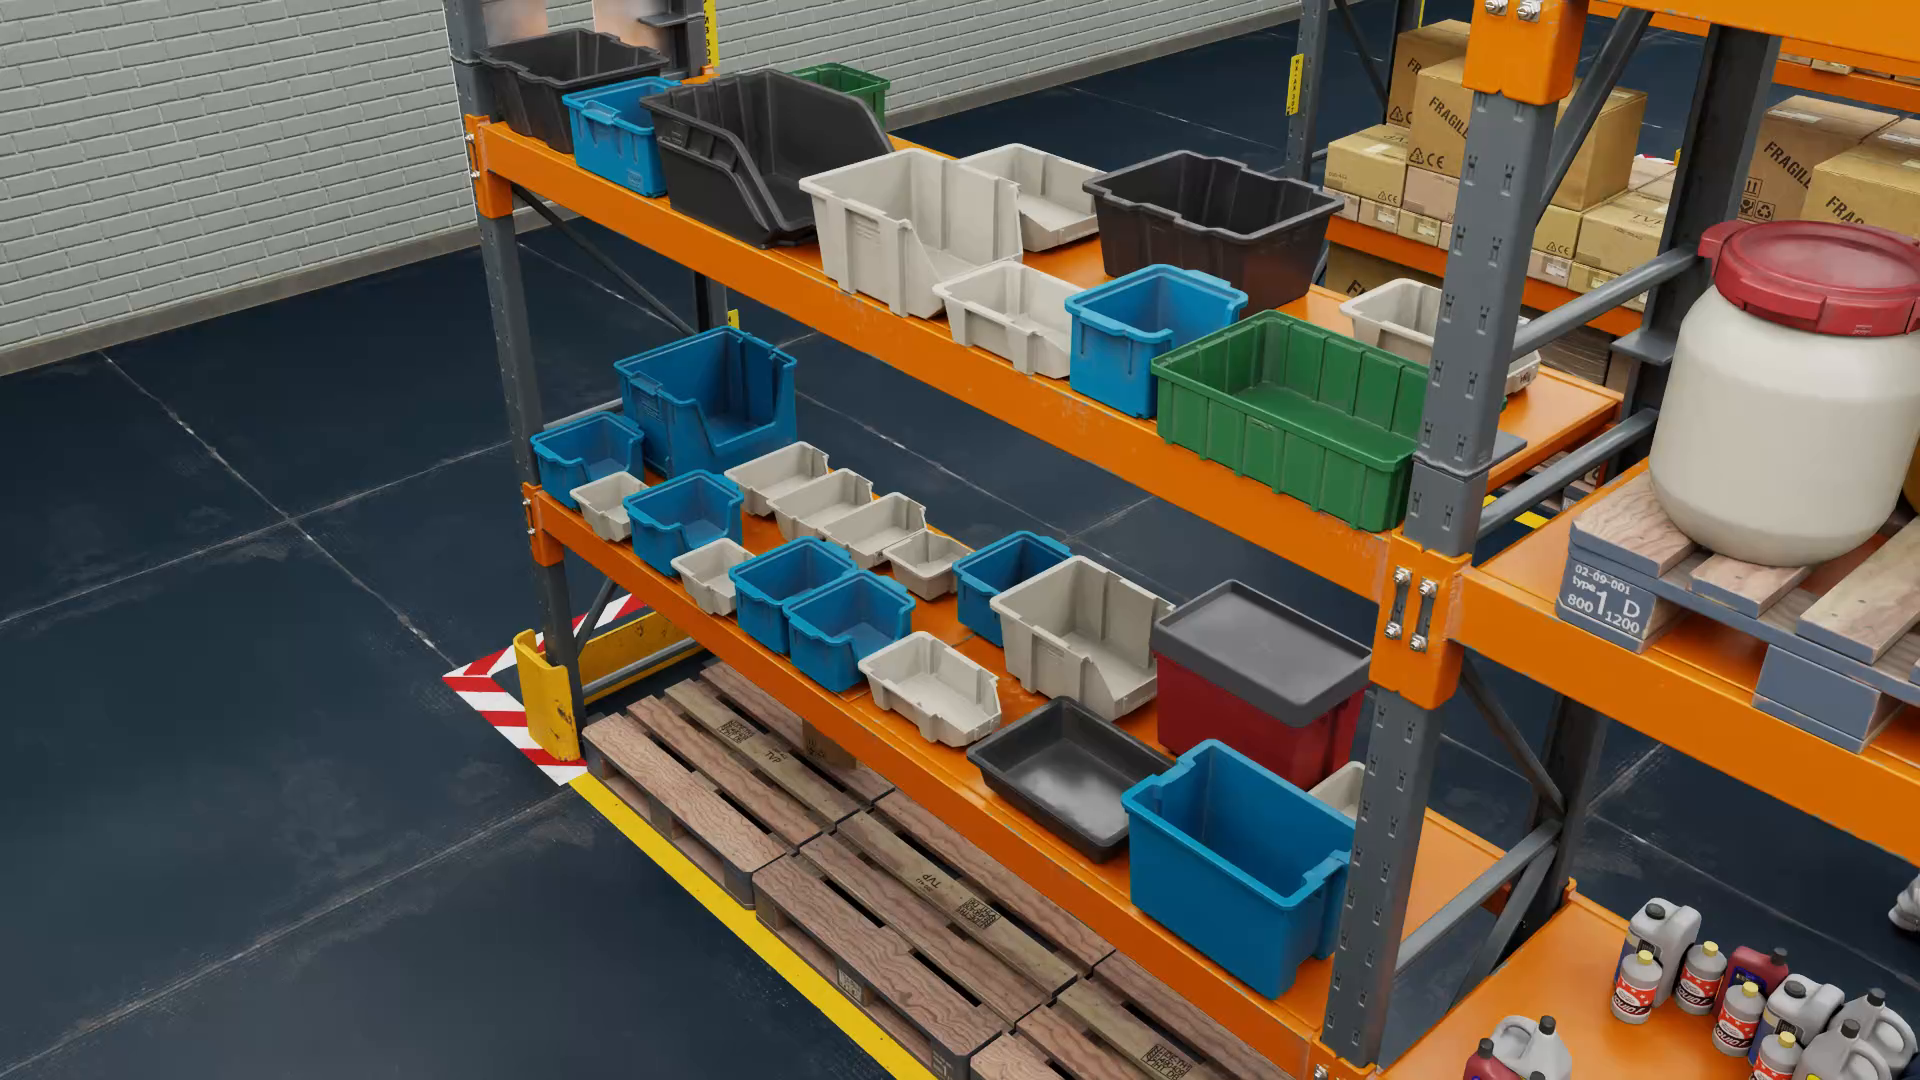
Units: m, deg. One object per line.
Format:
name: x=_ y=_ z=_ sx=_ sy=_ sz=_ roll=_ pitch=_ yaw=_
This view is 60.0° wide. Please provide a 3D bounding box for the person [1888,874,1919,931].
person: x=3.878 y=0.841 z=5.800 sx=0.719 sy=1.844 sz=0.609 roll=10 pitch=33 yaw=16
